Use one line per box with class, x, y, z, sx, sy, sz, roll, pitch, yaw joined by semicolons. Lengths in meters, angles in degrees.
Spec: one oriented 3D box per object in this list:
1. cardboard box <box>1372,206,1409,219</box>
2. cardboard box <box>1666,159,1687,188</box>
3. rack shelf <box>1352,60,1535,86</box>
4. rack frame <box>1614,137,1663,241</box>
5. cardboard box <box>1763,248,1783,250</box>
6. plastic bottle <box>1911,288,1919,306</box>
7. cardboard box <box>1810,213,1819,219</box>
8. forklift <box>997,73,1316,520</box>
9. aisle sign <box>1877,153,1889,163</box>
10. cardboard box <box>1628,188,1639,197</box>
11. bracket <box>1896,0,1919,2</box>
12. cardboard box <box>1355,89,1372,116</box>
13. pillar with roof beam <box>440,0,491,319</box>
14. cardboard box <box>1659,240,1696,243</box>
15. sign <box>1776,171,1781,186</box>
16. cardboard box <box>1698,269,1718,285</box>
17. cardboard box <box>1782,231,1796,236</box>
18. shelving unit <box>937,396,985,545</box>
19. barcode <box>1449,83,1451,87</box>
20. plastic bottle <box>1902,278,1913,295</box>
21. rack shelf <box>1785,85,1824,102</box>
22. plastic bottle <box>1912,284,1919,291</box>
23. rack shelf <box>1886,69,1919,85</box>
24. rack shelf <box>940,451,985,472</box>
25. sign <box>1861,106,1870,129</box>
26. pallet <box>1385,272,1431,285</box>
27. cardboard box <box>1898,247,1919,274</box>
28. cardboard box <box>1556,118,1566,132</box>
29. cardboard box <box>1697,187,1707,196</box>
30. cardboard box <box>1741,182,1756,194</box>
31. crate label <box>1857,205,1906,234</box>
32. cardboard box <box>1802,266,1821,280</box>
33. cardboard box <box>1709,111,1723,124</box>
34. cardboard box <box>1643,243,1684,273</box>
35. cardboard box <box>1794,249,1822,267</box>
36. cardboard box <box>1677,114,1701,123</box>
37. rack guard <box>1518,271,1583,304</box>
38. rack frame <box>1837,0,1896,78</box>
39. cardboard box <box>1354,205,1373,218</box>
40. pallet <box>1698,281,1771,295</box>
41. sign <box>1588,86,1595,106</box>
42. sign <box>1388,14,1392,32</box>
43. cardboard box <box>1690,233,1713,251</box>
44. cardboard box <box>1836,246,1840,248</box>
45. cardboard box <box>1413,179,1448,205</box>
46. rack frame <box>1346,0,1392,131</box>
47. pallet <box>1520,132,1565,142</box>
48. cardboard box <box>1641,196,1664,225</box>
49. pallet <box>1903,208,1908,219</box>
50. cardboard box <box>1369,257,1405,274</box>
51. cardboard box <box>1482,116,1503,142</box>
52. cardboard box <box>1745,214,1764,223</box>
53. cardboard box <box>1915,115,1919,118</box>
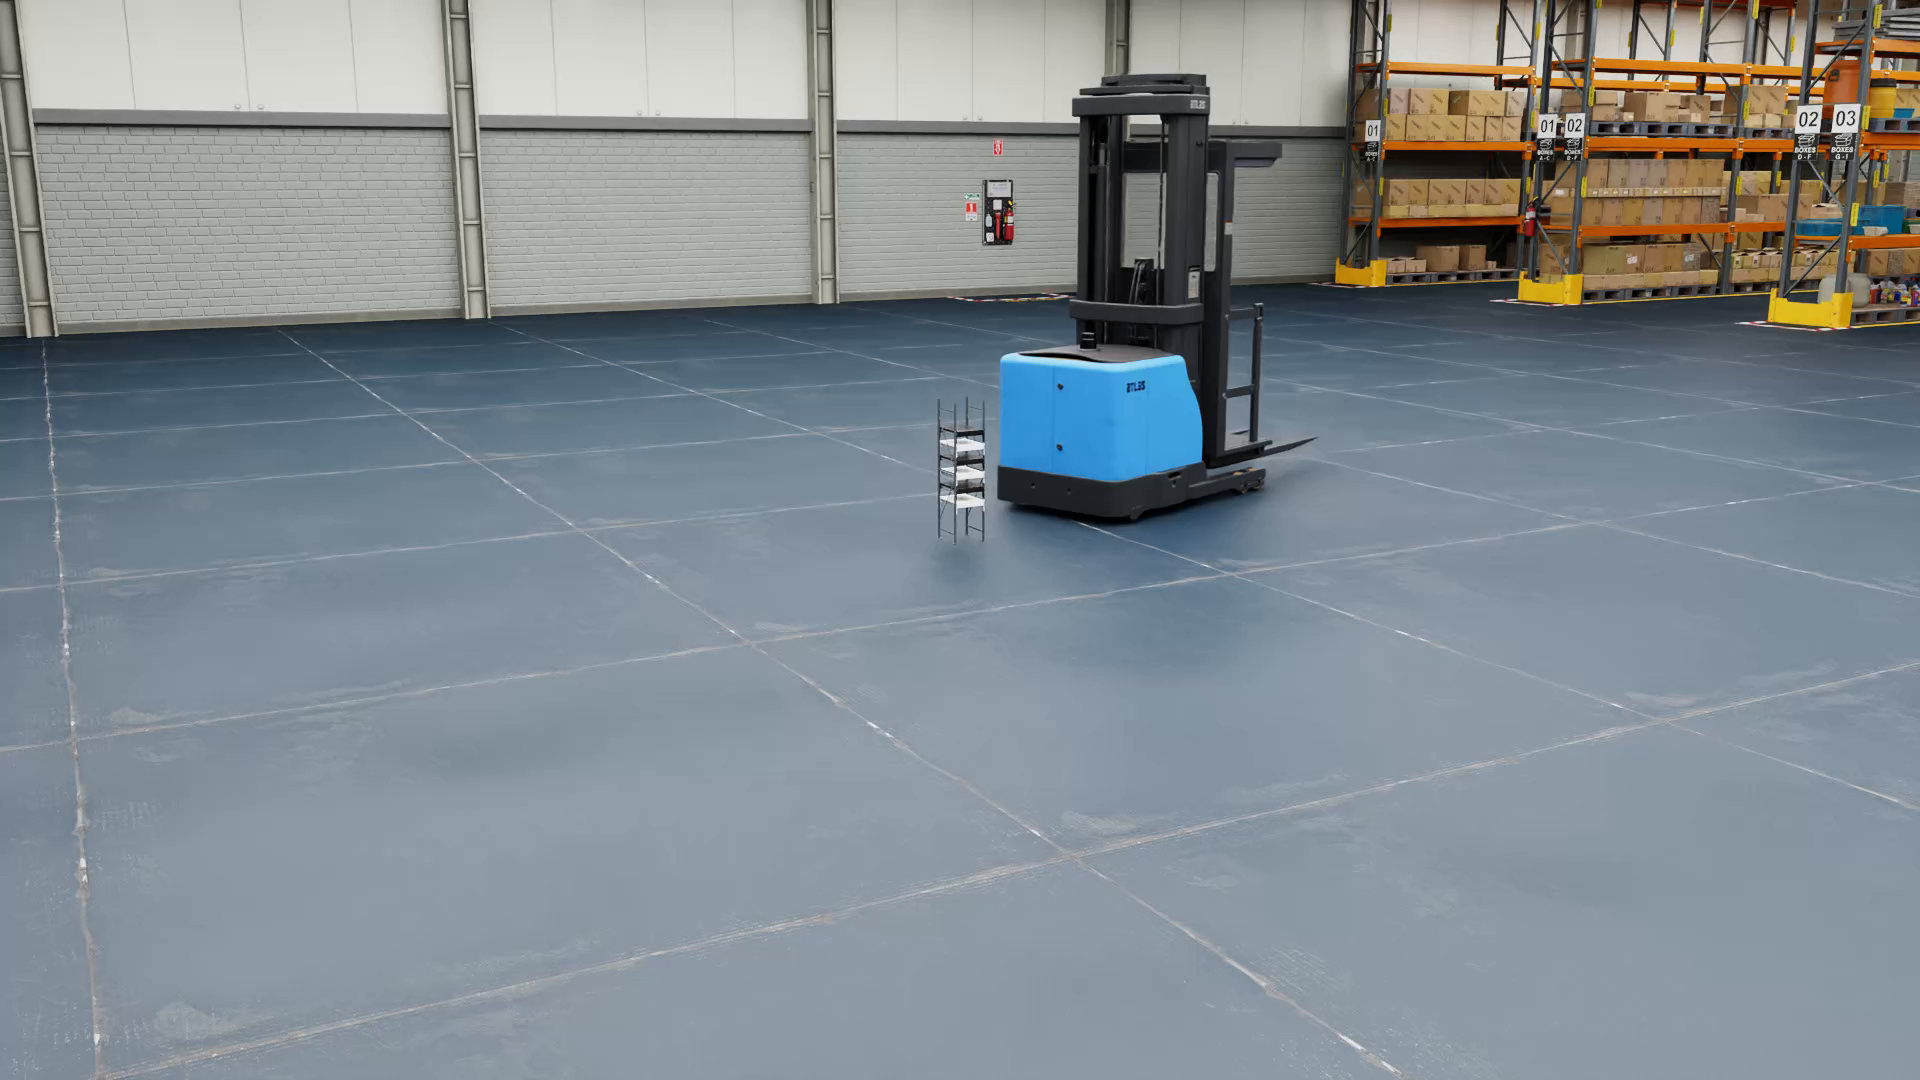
cardboard box;8.575;-6.538;33.126;0.500;0.250;0.500;-7;15;-29
cardboard box;12.613;-6.606;29.948;0.500;0.500;0.700;-7;14;-28
rack shelf;9.750;-9.396;33.511;4.000;0.370;1.077;-7;14;-28
rack frame;15.017;-7.453;36.895;0.127;3.000;1.000;-7;14;-28
cardboard box;15.887;-5.527;32.366;0.500;0.311;0.500;-7;15;-29
plastic bottle;14.690;-3.743;25.592;0.133;0.283;0.061;-7;14;-27
cardboard box;16.301;-6.231;32.038;0.250;0.149;0.380;-6;14;-24
forklift;1.598;-1.825;12.041;1.130;2.935;3.031;11;16;39
aisle sign;22.245;-9.513;40.126;0.004;0.787;0.394;-7;14;-28
cardboard box;11.725;-6.131;29.316;0.250;0.149;0.380;-7;15;-30
bracket;21.523;-13.043;39.873;4.783;0.066;0.076;-7;14;-28
cardboard box;8.248;-8.717;33.128;0.500;0.500;0.500;-6;14;-25
pillar with roof beam;-5.542;-7.055;21.464;0.400;9.000;9.100;-7;14;-28
cardboard box;13.325;-5.319;31.010;0.500;0.500;0.500;-7;14;-28
sign;18.796;-8.297;38.186;0.005;0.325;0.100;-7;14;-28
cardboard box;13.580;-4.851;30.637;0.500;0.250;0.500;-7;14;-28
cardboard box;19.621;-7.236;39.187;0.250;0.149;0.380;-6;14;-26
shelving unit;0.007;-0.440;10.514;0.210;0.900;0.258;-7;14;-28
barcode;10.080;-9.359;34.206;0.075;0.075;0.001;-7;14;-28
plastic bottle;15.180;-4.021;26.674;0.185;0.351;0.144;-8;15;-30
rack shelf;20.283;-10.465;39.164;4.000;0.370;1.077;-7;14;-28
plastic bottle;15.276;-3.963;26.600;0.097;0.271;0.097;0;13;0
rack shelf;19.149;-9.090;33.054;4.000;0.370;1.077;-7;14;-28
rack shelf;0.007;-0.495;10.502;0.200;0.077;0.258;-7;14;-28
sign;13.001;-6.064;23.868;0.005;0.325;0.100;-7;14;-28
pallet;8.791;-5.338;33.846;1.213;0.211;1.003;-7;14;-28
cardboard box;19.285;-5.651;33.577;0.500;0.500;0.500;-7;15;-30
cardboard box;12.564;-8.764;35.134;0.500;0.311;0.500;-6;14;-26
cardboard box;13.300;-6.320;30.154;0.250;0.149;0.380;-7;15;-30
cardboard box;17.800;-7.925;38.040;0.500;0.500;0.500;-7;14;-27
crate label;14.228;-4.965;25.760;0.616;0.435;0.502;-7;14;-28
cardboard box;16.155;-5.153;31.979;0.500;0.250;0.500;-6;14;-27
cardboard box;16.775;-9.418;37.564;0.500;0.500;0.700;-7;14;-28
cardboard box;12.699;-5.113;30.094;0.500;0.500;0.500;-7;14;-28
cardboard box;16.154;-5.425;31.911;0.500;0.311;0.500;-7;14;-28
cardboard box;12.955;-7.512;29.624;0.250;0.149;0.380;-7;14;-28
rack guard;10.350;-4.435;29.178;0.348;0.500;1.175;-7;14;-28
rack frame;17.393;-9.426;31.996;0.127;3.000;1.000;-7;14;-28
cardboard box;8.312;-6.635;33.554;0.500;0.250;0.500;-7;14;-27
pallet;14.510;-4.803;31.469;1.213;0.211;1.003;-7;14;-28
sign;10.632;-7.478;28.003;0.005;0.325;0.100;-7;14;-28
sign;8.255;-9.928;31.921;0.005;0.325;0.100;-7;14;-28
cardboard box;16.497;-6.752;37.720;0.750;0.750;0.750;-7;14;-28
cardboard box;21.033;-7.135;40.216;0.500;0.500;0.700;-7;14;-28
cardboard box;9.453;-7.009;33.512;0.500;0.500;0.500;-7;15;-30
rack frame;7.995;-9.538;32.497;0.127;3.000;1.000;-7;14;-28
pallet;12.099;-8.449;34.914;1.003;0.211;1.213;-7;14;-28
cardboard box;12.145;-5.916;29.837;0.500;0.500;0.700;-6;14;-26
pallet;17.955;-6.490;33.053;1.003;0.211;1.213;-7;14;-28
cardboard box;8.645;-5.570;33.648;0.500;0.311;0.500;-9;15;-34
cardboard box;10.731;-8.403;34.009;0.500;0.500;0.500;-8;15;-33
cardboard box;14.758;-6.009;31.052;0.250;0.149;0.380;-7;14;-28
cardboard box;18.664;-8.172;33.029;0.500;0.500;0.910;-7;14;-28
